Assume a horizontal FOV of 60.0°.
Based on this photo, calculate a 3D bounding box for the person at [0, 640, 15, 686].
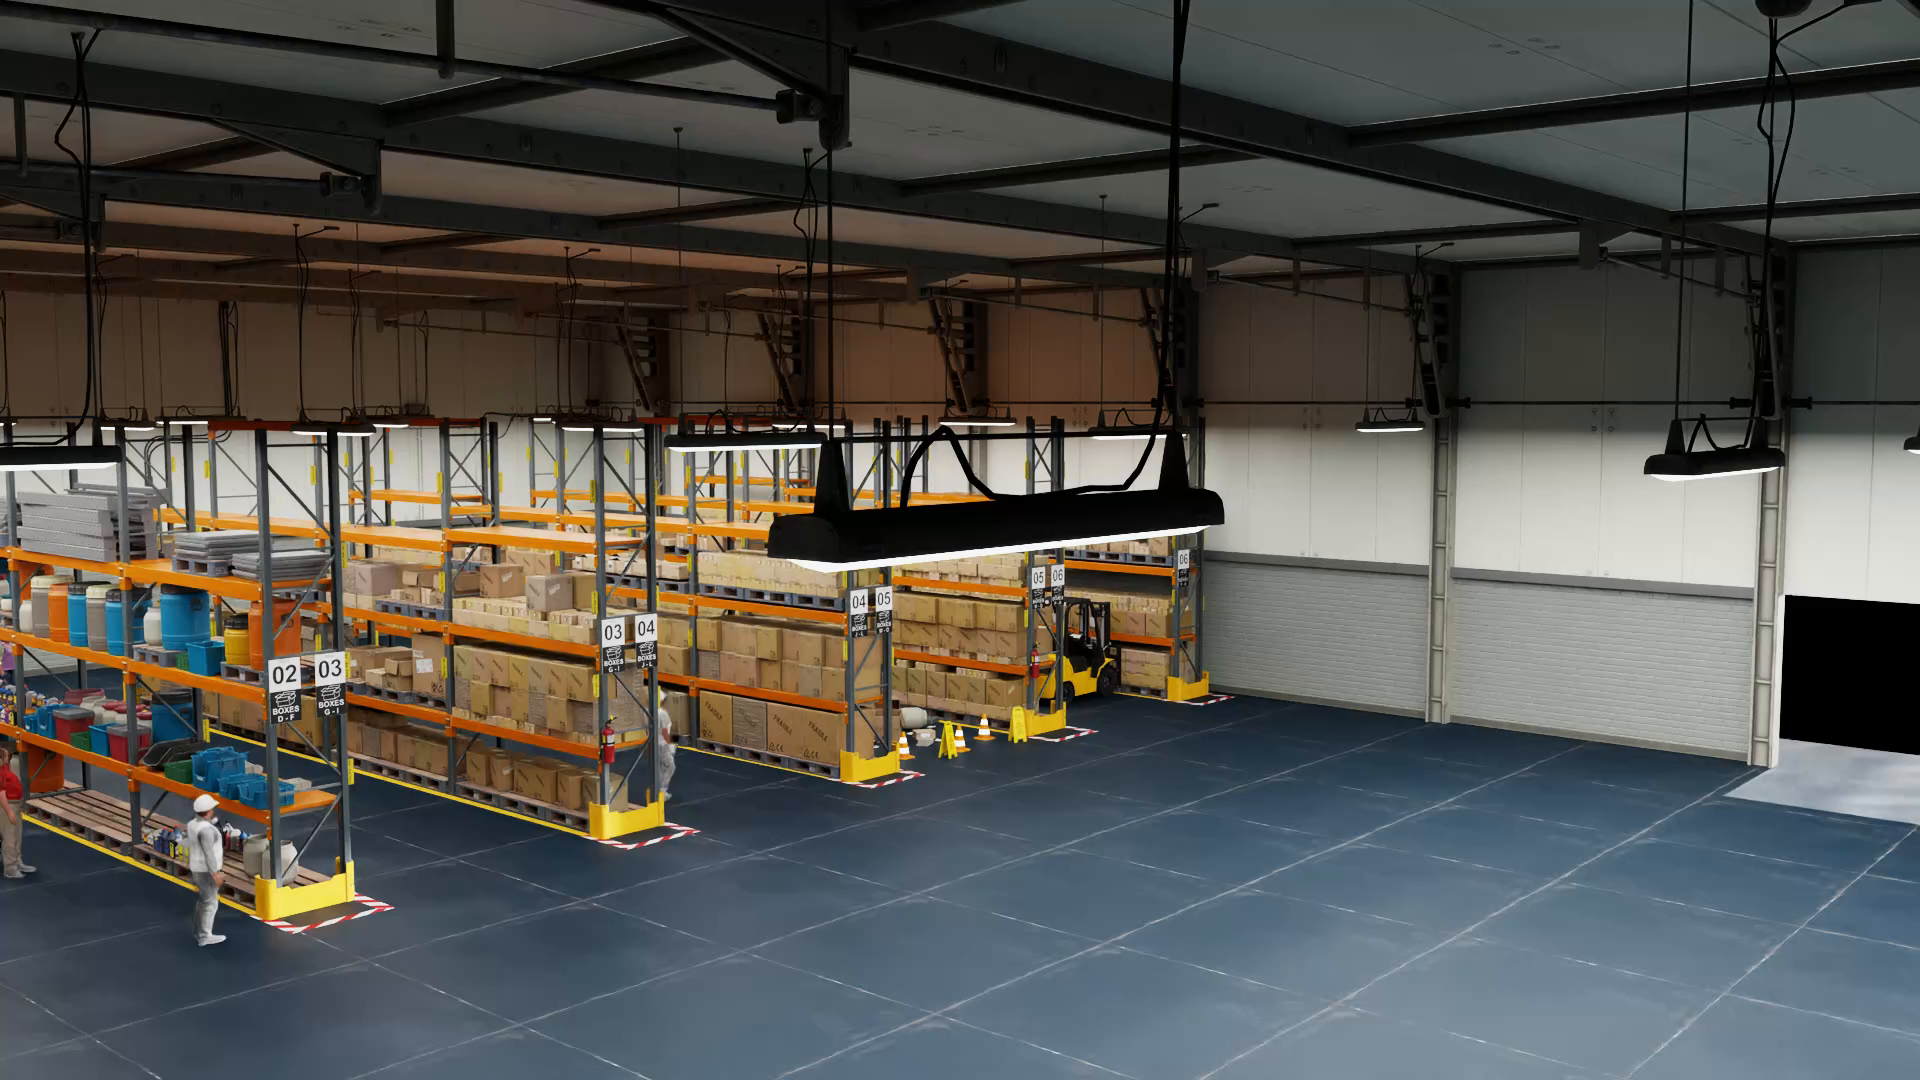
[{"bbox_3d":[-19.666,2.680,34.303,0.579,1.588,0.405,3,6,33],"label":"person"}]

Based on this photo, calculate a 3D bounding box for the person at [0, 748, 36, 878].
[{"bbox_3d":[-12.731,3.654,22.328,0.494,1.776,0.584,-1,5,-17],"label":"person"}]

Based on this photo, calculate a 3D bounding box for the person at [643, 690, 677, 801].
[{"bbox_3d":[-4.787,3.283,26.525,0.456,1.827,0.593,-2,5,-25],"label":"person"}]

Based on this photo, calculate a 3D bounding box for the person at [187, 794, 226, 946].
[{"bbox_3d":[-8.800,3.857,19.420,0.382,1.806,0.596,-2,5,-24],"label":"person"}]
